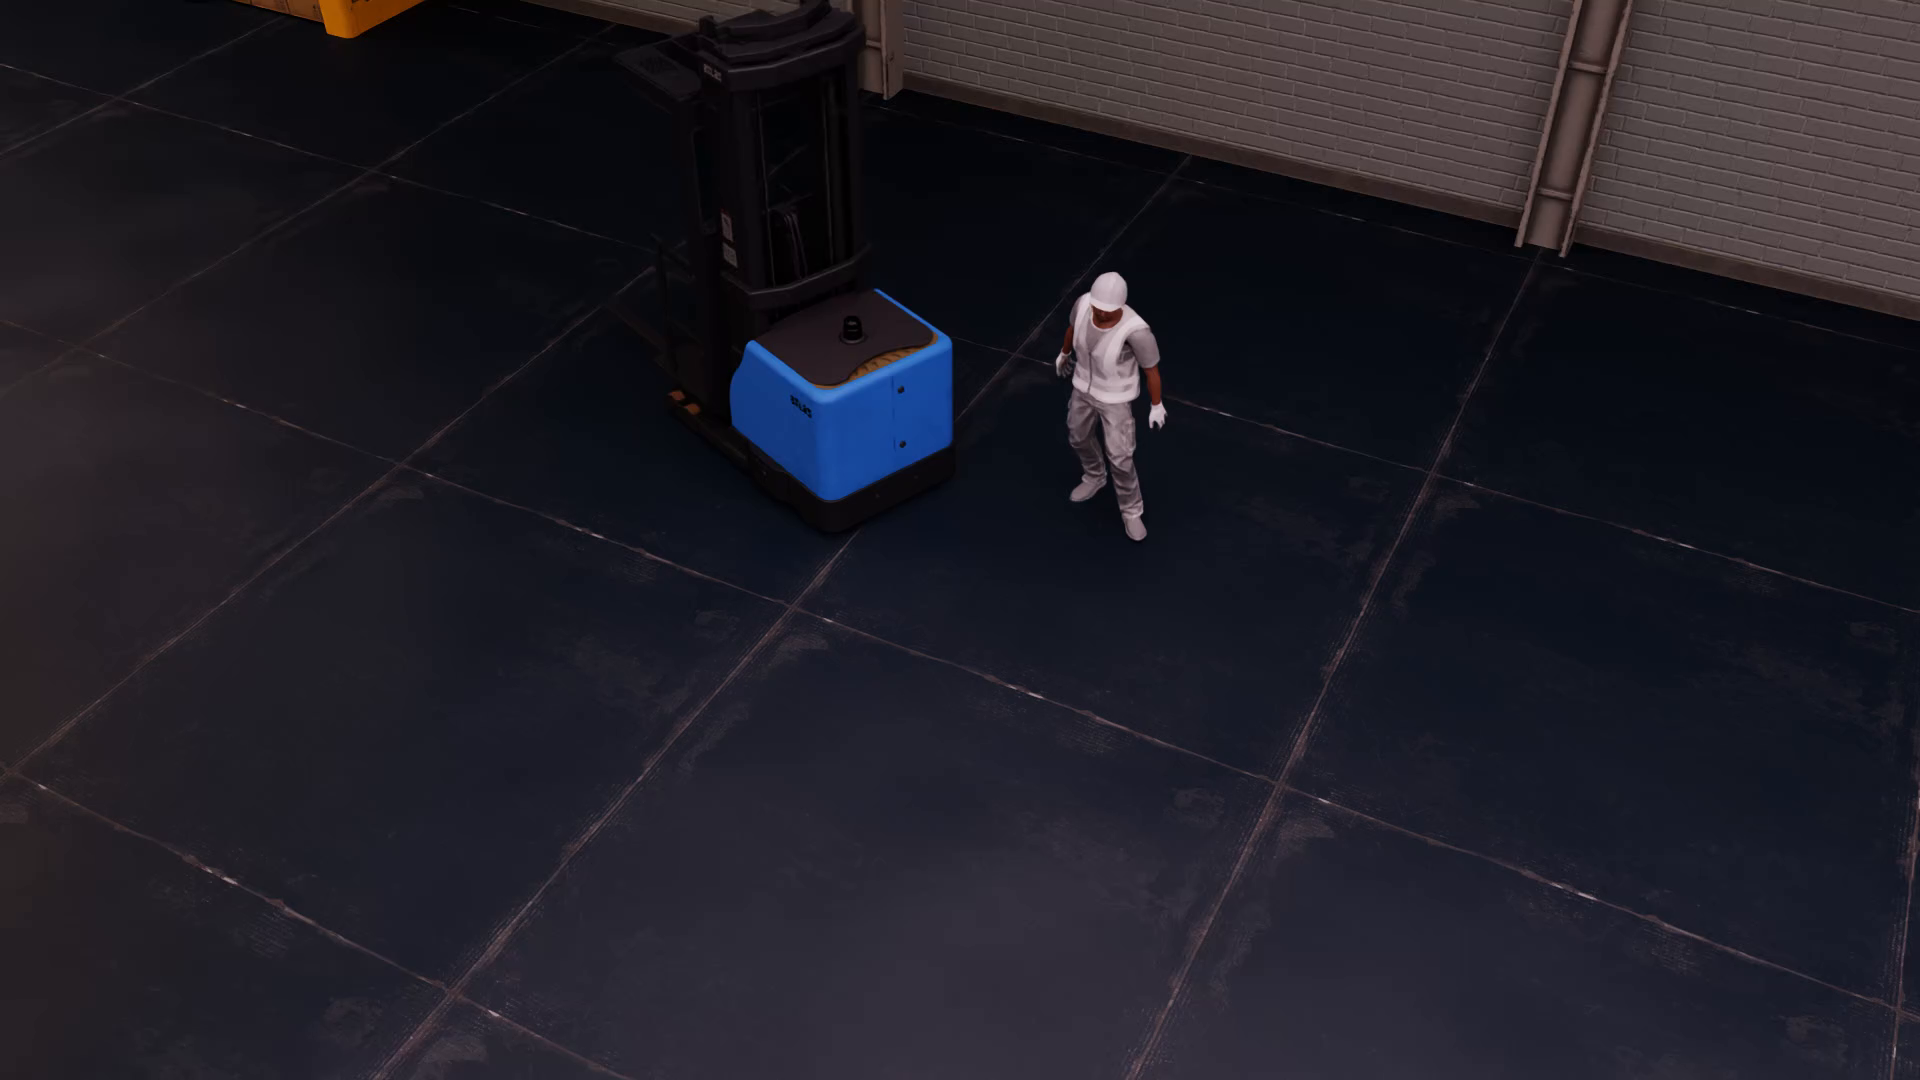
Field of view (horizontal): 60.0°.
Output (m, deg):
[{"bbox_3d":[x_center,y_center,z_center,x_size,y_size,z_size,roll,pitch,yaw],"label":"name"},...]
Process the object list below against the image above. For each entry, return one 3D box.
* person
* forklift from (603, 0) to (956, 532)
[{"bbox_3d":[0.865,-0.880,9.969,0.894,1.746,0.454,32,49,32],"label":"person"},{"bbox_3d":[-1.350,-2.052,10.423,1.130,2.935,3.031,-28,47,-29],"label":"forklift"}]
